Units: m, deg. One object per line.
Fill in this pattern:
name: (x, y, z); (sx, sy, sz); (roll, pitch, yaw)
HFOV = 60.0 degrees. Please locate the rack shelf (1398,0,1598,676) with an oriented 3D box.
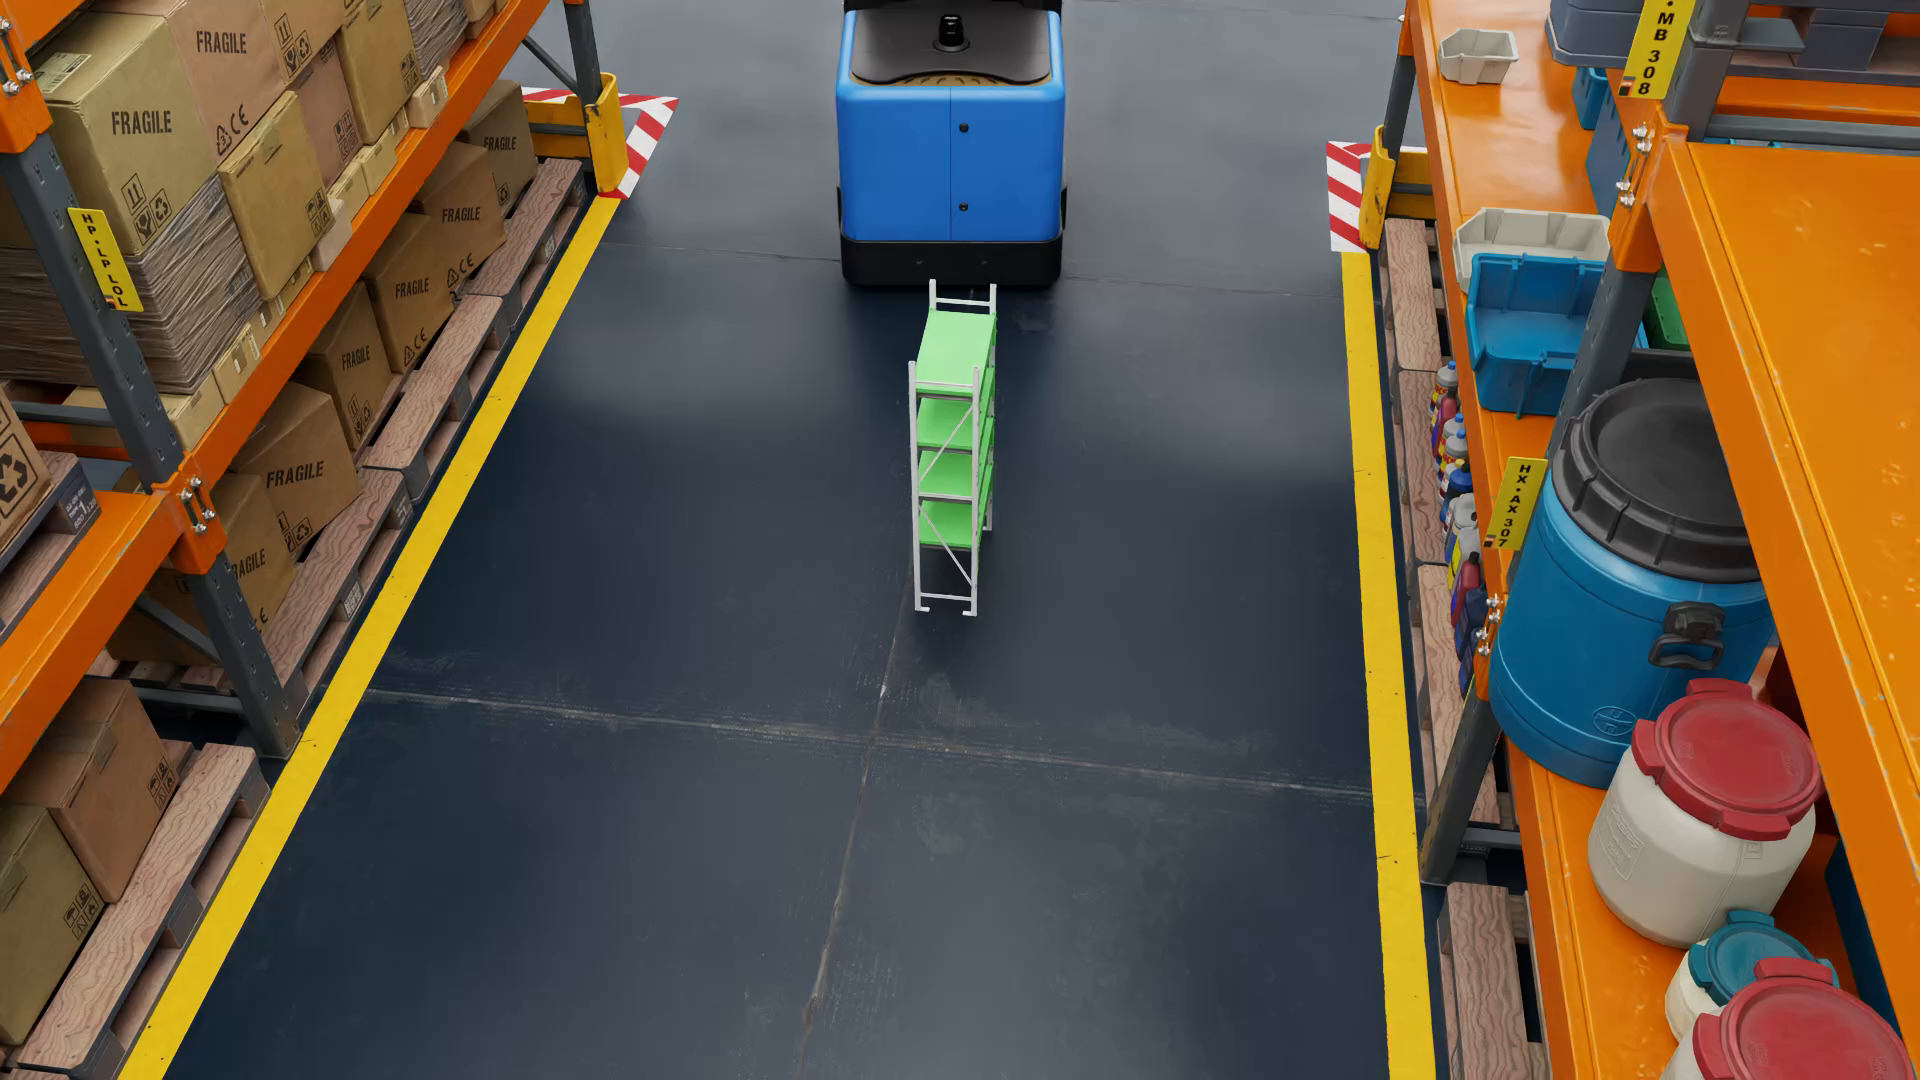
rack shelf: (2.299, -1.039, 6.189); (1.077, 0.370, 4.000); (5, 44, 6)

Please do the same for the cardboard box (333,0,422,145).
cardboard box: (-2.580, -1.857, 6.241); (0.875, 0.500, 0.500); (5, 44, 6)

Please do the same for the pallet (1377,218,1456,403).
pallet: (2.487, -1.041, 7.696); (1.003, 0.211, 1.213); (5, 44, 6)

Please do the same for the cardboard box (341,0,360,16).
cardboard box: (-2.378, -2.202, 5.877); (0.500, 0.500, 0.500); (5, 44, 6)

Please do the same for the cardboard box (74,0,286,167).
cardboard box: (-2.499, -1.519, 5.156); (0.500, 0.500, 0.500); (5, 44, 6)

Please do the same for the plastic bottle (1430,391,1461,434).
plastic bottle: (2.001, -0.529, 6.842); (0.097, 0.201, 0.097); (0, 43, 0)

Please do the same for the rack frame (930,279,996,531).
rack frame: (0.010, -0.489, 6.394); (0.240, 1.200, 0.015); (5, 44, 6)

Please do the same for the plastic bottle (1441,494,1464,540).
plastic bottle: (1.916, -0.090, 6.379); (0.097, 0.201, 0.097); (0, 43, 0)

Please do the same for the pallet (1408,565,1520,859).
pallet: (2.164, 0.622, 5.940); (1.003, 0.211, 1.213); (5, 44, 6)

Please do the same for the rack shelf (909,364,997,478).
rack shelf: (-0.022, -0.451, 6.097); (0.258, 0.148, 0.480); (5, 44, 6)

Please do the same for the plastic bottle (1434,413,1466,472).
plastic bottle: (1.969, -0.391, 6.646); (0.097, 0.271, 0.097); (0, 43, 0)

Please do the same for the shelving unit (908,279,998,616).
shelving unit: (-0.022, -0.323, 6.218); (0.258, 1.200, 0.503); (5, 44, 6)

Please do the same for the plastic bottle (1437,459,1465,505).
plastic bottle: (1.943, -0.230, 6.527); (0.097, 0.201, 0.097); (0, 43, 0)

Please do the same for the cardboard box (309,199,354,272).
cardboard box: (-2.400, -1.095, 5.908); (0.380, 0.149, 0.250); (5, 44, 6)

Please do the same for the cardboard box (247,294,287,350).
cardboard box: (-2.497, -0.757, 5.551); (0.380, 0.149, 0.250); (5, 44, 6)

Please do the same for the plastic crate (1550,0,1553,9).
plastic crate: (2.793, -2.241, 7.043); (0.499, 0.251, 0.616); (5, 44, 6)

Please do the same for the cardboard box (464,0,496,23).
cardboard box: (-2.394, -2.534, 6.955); (0.875, 0.500, 0.500); (5, 44, 6)

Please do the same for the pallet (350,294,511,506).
pallet: (-2.663, -0.669, 7.304); (1.003, 0.211, 1.213); (5, 44, 6)

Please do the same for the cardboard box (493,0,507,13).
cardboard box: (-2.195, -2.464, 7.353); (0.380, 0.149, 0.250); (5, 44, 6)

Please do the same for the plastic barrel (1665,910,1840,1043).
plastic barrel: (1.707, 1.001, 3.612); (0.301, 0.262, 0.301); (0, 43, 0)

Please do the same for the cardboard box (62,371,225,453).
cardboard box: (-2.549, -0.415, 5.190); (0.380, 0.149, 0.250); (5, 44, 6)

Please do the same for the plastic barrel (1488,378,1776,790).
plastic barrel: (1.683, 0.117, 4.081); (0.600, 0.901, 0.708); (5, 44, 6)

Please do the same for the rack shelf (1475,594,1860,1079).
rack shelf: (1.770, 1.687, 3.310); (1.077, 0.370, 4.000); (5, 44, 6)

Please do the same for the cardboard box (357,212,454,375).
cardboard box: (-2.592, -1.099, 7.241); (0.500, 0.500, 0.500); (9, 44, 9)

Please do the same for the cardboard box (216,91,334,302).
cardboard box: (-2.654, -1.170, 5.515); (0.875, 0.500, 0.500); (5, 44, 6)

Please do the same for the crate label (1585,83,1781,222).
crate label: (2.588, -1.397, 6.018); (0.502, 0.435, 0.616); (5, 44, 6)

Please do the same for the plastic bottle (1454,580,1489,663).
plastic bottle: (1.859, 0.269, 5.891); (0.144, 0.351, 0.185); (3, 44, 3)

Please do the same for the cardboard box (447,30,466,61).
cardboard box: (-2.318, -2.128, 6.999); (0.380, 0.149, 0.250); (5, 44, 6)

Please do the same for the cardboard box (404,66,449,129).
cardboard box: (-2.274, -1.777, 6.628); (0.380, 0.149, 0.250); (5, 44, 6)

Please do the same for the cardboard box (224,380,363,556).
cardboard box: (-2.715, -0.292, 6.389); (0.500, 0.500, 0.500); (19, 46, 19)

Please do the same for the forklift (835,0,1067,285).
forklift: (-0.035, -3.268, 8.070); (1.130, 2.935, 3.031); (0, 43, 0)

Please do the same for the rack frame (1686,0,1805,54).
rack frame: (2.034, -2.115, 2.439); (1.000, 3.000, 0.127); (5, 44, 6)

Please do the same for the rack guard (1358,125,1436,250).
rack guard: (2.600, -1.699, 8.181); (1.175, 0.500, 0.348); (5, 44, 6)

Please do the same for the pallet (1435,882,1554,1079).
pallet: (1.969, 1.614, 4.892); (1.003, 0.211, 1.213); (5, 44, 6)

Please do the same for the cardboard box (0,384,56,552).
cardboard box: (-3.119, -0.229, 4.068); (1.000, 1.000, 1.000); (6, 44, 6)

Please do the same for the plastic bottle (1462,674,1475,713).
plastic bottle: (1.771, 0.532, 5.662); (0.061, 0.283, 0.133); (7, 44, 8)

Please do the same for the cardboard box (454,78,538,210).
cardboard box: (-2.446, -1.934, 8.124); (0.500, 0.500, 0.500); (13, 45, 13)

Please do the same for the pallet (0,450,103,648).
pallet: (-3.121, 0.190, 4.507); (1.003, 0.211, 1.213); (5, 44, 6)

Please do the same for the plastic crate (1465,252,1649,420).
plastic crate: (1.911, -0.662, 5.376); (0.499, 0.251, 0.616); (5, 44, 6)

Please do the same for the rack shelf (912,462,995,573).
rack shelf: (-0.022, -0.102, 6.427); (0.258, 0.148, 0.480); (5, 44, 6)

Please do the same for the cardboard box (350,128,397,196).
cardboard box: (-2.364, -1.439, 6.271); (0.380, 0.149, 0.250); (5, 44, 6)

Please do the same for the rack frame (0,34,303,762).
rack frame: (-2.875, -0.387, 4.977); (1.000, 3.000, 0.127); (5, 44, 6)

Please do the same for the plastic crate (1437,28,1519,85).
plastic crate: (2.126, -1.987, 6.858); (0.298, 0.136, 0.250); (5, 44, 6)

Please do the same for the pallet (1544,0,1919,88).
pallet: (2.033, -1.458, 4.064); (1.213, 0.211, 1.003); (5, 44, 6)

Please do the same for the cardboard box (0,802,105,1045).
cardboard box: (-3.060, 1.100, 4.904); (0.700, 0.500, 0.500); (5, 44, 5)

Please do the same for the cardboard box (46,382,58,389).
cardboard box: (-3.096, -0.639, 5.426); (0.380, 0.149, 0.250); (5, 44, 6)

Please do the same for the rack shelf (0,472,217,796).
rack shelf: (-3.140, 1.237, 3.785); (1.077, 0.370, 4.000); (5, 44, 6)

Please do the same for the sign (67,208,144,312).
sign: (-2.325, -0.760, 4.529); (0.100, 0.325, 0.005); (5, 44, 6)

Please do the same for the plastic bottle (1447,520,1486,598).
plastic bottle: (1.902, 0.049, 6.123); (0.144, 0.351, 0.185); (5, 44, 5)

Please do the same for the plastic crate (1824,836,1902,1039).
plastic crate: (2.197, 0.849, 3.684); (0.392, 0.384, 0.575); (5, 44, 6)

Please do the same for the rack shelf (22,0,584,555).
rack shelf: (-2.611, -1.489, 6.664); (1.077, 0.370, 4.000); (5, 44, 6)

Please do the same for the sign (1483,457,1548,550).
sign: (1.490, -0.095, 4.467); (0.100, 0.325, 0.005); (5, 44, 6)
